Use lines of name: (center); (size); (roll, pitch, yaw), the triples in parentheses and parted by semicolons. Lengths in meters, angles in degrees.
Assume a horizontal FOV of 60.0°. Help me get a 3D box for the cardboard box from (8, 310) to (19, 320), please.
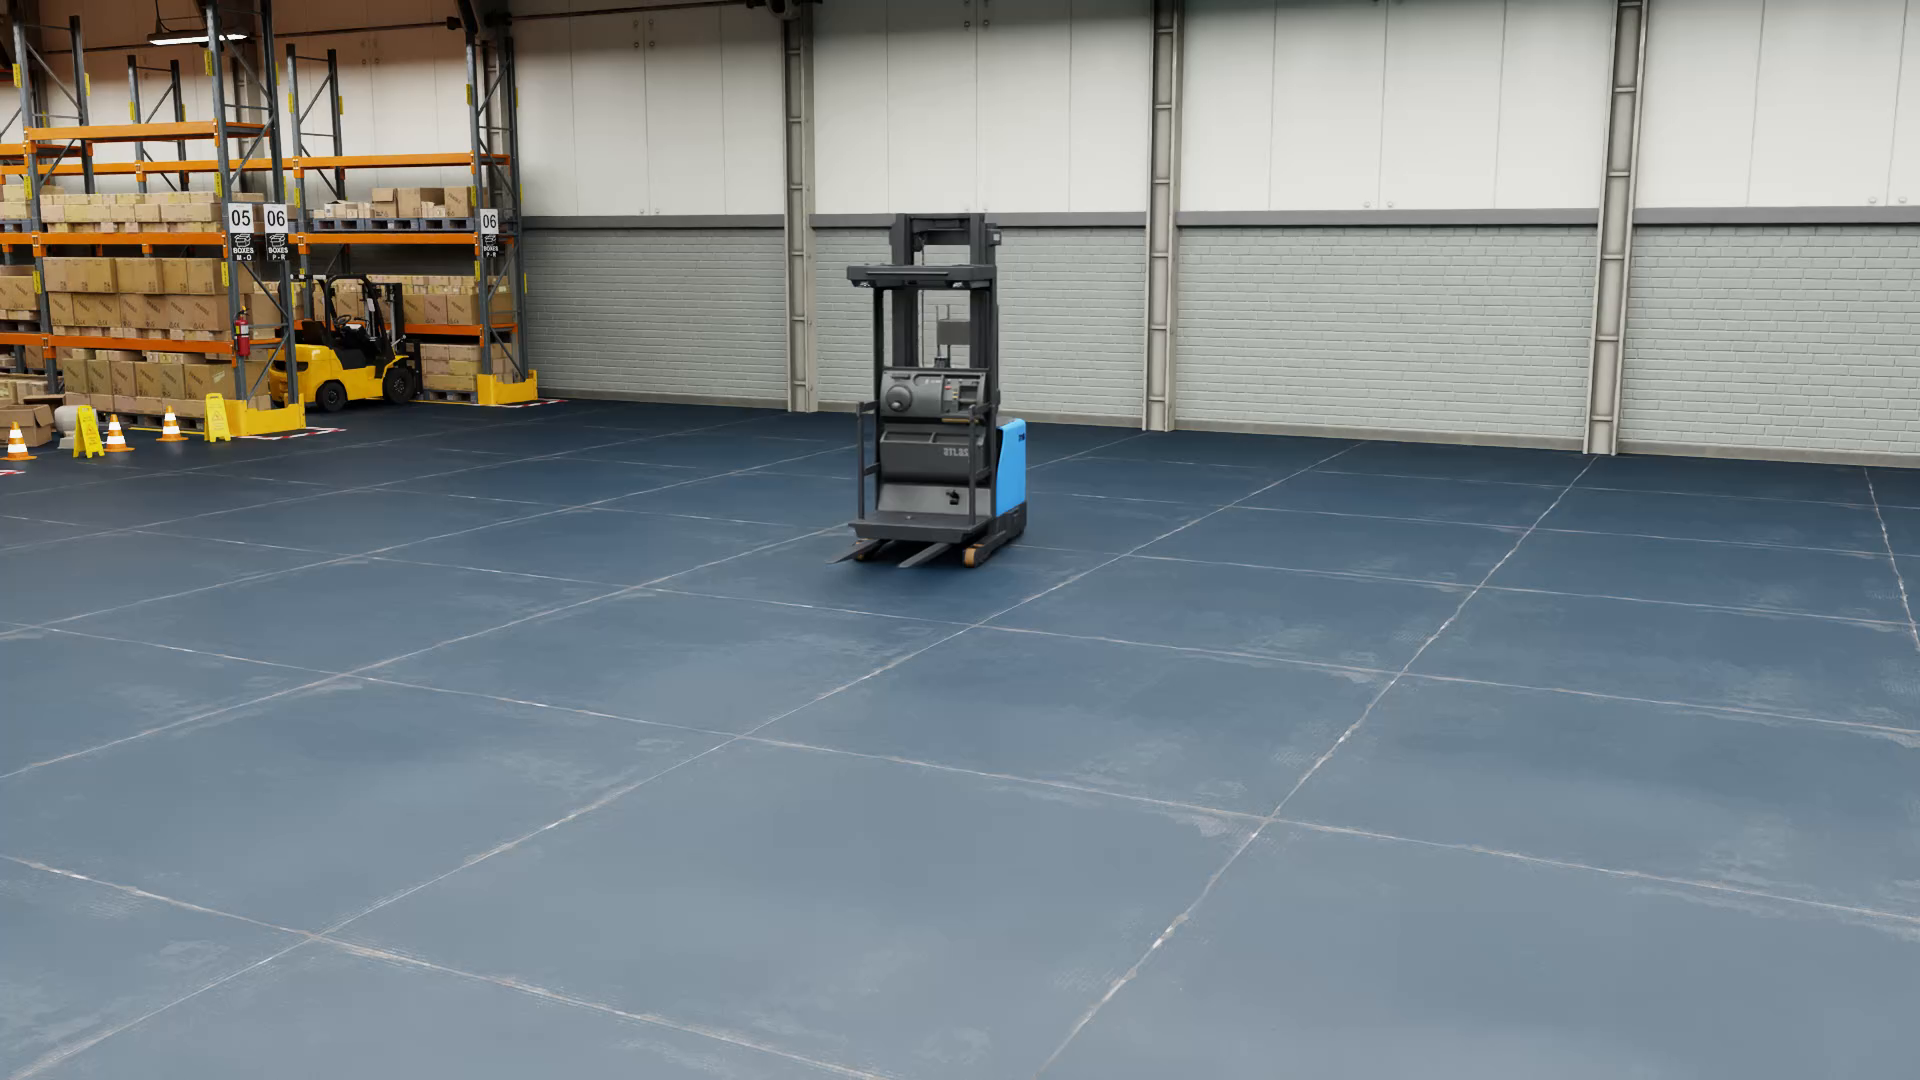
cardboard box: (-14.259, -3.442, 25.354); (0.250, 0.149, 0.380); (5, 11, 24)

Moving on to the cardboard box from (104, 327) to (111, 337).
cardboard box: (-12.345, -3.071, 24.481); (0.250, 0.149, 0.380); (5, 11, 26)

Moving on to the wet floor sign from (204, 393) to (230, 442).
wet floor sign: (-10.162, -1.680, 22.699); (0.267, 0.644, 0.232); (-10, 14, -43)

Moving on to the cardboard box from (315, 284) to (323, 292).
cardboard box: (-11.084, -4.434, 29.203); (0.250, 0.149, 0.380); (5, 11, 25)

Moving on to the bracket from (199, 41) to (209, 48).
bracket: (-13.802, -9.188, 30.622); (0.430, 0.232, 0.235); (5, 11, 26)

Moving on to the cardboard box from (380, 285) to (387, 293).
cardboard box: (-9.706, -4.309, 28.512); (0.250, 0.149, 0.380); (5, 11, 25)

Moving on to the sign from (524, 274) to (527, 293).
sign: (-7.415, -4.370, 28.302); (0.005, 0.325, 0.100); (5, 11, 26)

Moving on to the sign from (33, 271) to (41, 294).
sign: (-13.689, -3.820, 24.664); (0.005, 0.325, 0.100); (5, 11, 26)

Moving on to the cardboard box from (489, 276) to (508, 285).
cardboard box: (-7.873, -4.392, 28.140); (0.250, 0.149, 0.380); (5, 11, 25)

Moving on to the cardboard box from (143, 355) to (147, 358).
cardboard box: (-12.340, -2.518, 25.158); (0.500, 0.500, 0.500); (5, 12, 27)

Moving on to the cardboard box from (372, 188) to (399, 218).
cardboard box: (-9.553, -5.745, 28.376); (0.637, 0.503, 0.797); (5, 12, 28)

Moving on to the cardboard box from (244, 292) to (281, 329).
cardboard box: (-10.161, -3.301, 23.932); (0.500, 0.500, 0.500); (5, 11, 25)

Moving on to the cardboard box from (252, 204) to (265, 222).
cardboard box: (-10.192, -4.655, 23.690); (0.500, 0.250, 0.500); (5, 11, 25)

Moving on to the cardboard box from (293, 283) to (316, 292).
cardboard box: (-11.658, -4.492, 29.526); (0.250, 0.149, 0.380); (5, 12, 28)

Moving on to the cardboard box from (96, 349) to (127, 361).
cardboard box: (-12.490, -2.732, 24.517); (0.250, 0.149, 0.380); (6, 12, 28)

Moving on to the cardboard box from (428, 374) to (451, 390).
cardboard box: (-8.669, -2.698, 28.257); (0.500, 0.250, 0.500); (5, 11, 26)

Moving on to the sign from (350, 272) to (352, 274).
sign: (-11.009, -4.686, 30.046); (0.005, 0.325, 0.100); (5, 11, 26)

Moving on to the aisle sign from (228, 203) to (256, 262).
aisle sign: (-9.932, -4.252, 23.002); (0.004, 0.787, 0.394); (5, 11, 26)

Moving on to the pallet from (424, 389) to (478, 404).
pallet: (-8.371, -2.499, 28.443); (1.213, 0.211, 1.003); (5, 11, 26)

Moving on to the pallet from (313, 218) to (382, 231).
pallet: (-10.477, -5.502, 29.032); (1.213, 0.211, 1.003); (5, 11, 26)

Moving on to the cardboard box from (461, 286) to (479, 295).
cardboard box: (-8.101, -4.168, 27.736); (0.250, 0.149, 0.380); (5, 11, 27)

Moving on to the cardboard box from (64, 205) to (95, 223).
cardboard box: (-12.706, -4.770, 24.328); (0.500, 0.250, 0.500); (5, 11, 25)

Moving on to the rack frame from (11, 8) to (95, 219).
rack frame: (-13.447, -6.291, 24.724); (0.127, 3.000, 1.000); (5, 11, 26)

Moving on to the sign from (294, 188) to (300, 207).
sign: (-11.485, -5.930, 28.816); (0.005, 0.325, 0.100); (5, 11, 26)

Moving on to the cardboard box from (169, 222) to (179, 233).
cardboard box: (-10.962, -4.431, 23.575); (0.250, 0.149, 0.380); (5, 11, 26)

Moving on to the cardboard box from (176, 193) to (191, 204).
cardboard box: (-10.745, -4.792, 23.329); (0.250, 0.149, 0.380); (5, 11, 25)

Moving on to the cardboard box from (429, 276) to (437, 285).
cardboard box: (-8.753, -4.389, 28.119); (0.250, 0.149, 0.380); (5, 11, 26)

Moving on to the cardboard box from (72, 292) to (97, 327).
cardboard box: (-12.715, -3.420, 24.587); (0.500, 0.500, 0.500); (5, 11, 26)

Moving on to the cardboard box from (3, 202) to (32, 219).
cardboard box: (-14.034, -4.971, 25.094); (0.500, 0.250, 0.500); (5, 11, 25)

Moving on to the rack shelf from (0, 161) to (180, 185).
rack shelf: (-16.634, -7.006, 31.818); (4.000, 0.370, 1.077); (5, 11, 26)

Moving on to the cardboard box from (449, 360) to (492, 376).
cardboard box: (-8.241, -2.905, 27.998); (0.500, 0.250, 0.500); (5, 11, 25)

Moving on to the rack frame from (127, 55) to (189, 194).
rack frame: (-14.841, -7.400, 30.847); (0.127, 3.000, 1.000); (5, 11, 26)

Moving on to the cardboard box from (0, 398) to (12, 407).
cardboard box: (-13.397, -1.669, 22.657); (0.503, 0.637, 0.797); (5, 11, 26)

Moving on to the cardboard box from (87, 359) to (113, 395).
cardboard box: (-12.552, -2.432, 24.681); (0.500, 0.500, 0.500); (6, 12, 28)

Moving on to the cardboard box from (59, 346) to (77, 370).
cardboard box: (-17.166, -3.585, 32.455); (0.500, 0.500, 0.500); (5, 11, 24)

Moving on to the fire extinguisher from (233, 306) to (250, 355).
fire extinguisher: (-9.961, -2.903, 23.067); (0.183, 0.674, 0.296); (5, 11, 26)

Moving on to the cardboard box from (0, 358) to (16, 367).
cardboard box: (-19.057, -3.564, 33.323); (0.250, 0.149, 0.380); (5, 11, 24)

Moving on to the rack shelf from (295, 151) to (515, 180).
rack shelf: (-9.460, -6.376, 28.335); (4.000, 0.370, 1.077); (5, 11, 26)

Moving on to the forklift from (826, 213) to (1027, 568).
forklift: (-0.293, -1.290, 14.126); (1.130, 2.935, 3.031); (3, 11, 17)

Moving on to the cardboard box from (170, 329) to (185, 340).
cardboard box: (-11.030, -2.937, 23.741); (0.250, 0.149, 0.380); (5, 12, 27)

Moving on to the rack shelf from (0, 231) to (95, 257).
rack shelf: (-15.240, -4.619, 25.926); (4.000, 0.370, 1.077); (5, 11, 26)

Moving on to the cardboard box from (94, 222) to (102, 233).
cardboard box: (-12.353, -4.548, 24.217); (0.250, 0.149, 0.380); (5, 11, 24)

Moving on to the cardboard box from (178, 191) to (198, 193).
cardboard box: (-13.802, -6.109, 30.397); (0.500, 0.500, 0.700); (5, 11, 25)

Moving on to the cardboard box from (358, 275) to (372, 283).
cardboard box: (-10.162, -4.497, 28.717); (0.250, 0.149, 0.380); (5, 11, 25)

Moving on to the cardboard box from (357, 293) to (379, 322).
cardboard box: (-10.042, -4.027, 28.776); (0.500, 0.500, 0.500); (5, 11, 25)

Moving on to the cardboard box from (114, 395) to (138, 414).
cardboard box: (-12.076, -2.022, 24.519); (0.500, 0.250, 0.500); (5, 11, 25)

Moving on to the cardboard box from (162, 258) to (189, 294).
cardboard box: (-10.865, -3.758, 23.649); (0.500, 0.500, 0.700); (5, 11, 26)

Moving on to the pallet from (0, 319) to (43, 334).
pallet: (-14.068, -3.328, 25.737); (1.213, 0.211, 1.003); (5, 11, 26)

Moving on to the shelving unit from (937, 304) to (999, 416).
shelving unit: (0.077, -1.187, 15.893); (0.503, 2.100, 0.431); (3, 11, 16)

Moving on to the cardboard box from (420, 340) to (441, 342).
cardboard box: (-9.364, -3.352, 29.064); (0.500, 0.250, 0.500); (5, 11, 25)

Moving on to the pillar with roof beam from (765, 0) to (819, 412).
pillar with roof beam: (-4.416, -5.808, 22.051); (0.548, 9.000, 9.100); (5, 11, 26)

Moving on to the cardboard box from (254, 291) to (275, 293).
cardboard box: (-12.272, -4.342, 29.815); (0.500, 0.250, 0.500); (5, 11, 24)

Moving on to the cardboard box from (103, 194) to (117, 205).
cardboard box: (-12.116, -4.913, 23.999); (0.250, 0.149, 0.380); (5, 11, 25)
